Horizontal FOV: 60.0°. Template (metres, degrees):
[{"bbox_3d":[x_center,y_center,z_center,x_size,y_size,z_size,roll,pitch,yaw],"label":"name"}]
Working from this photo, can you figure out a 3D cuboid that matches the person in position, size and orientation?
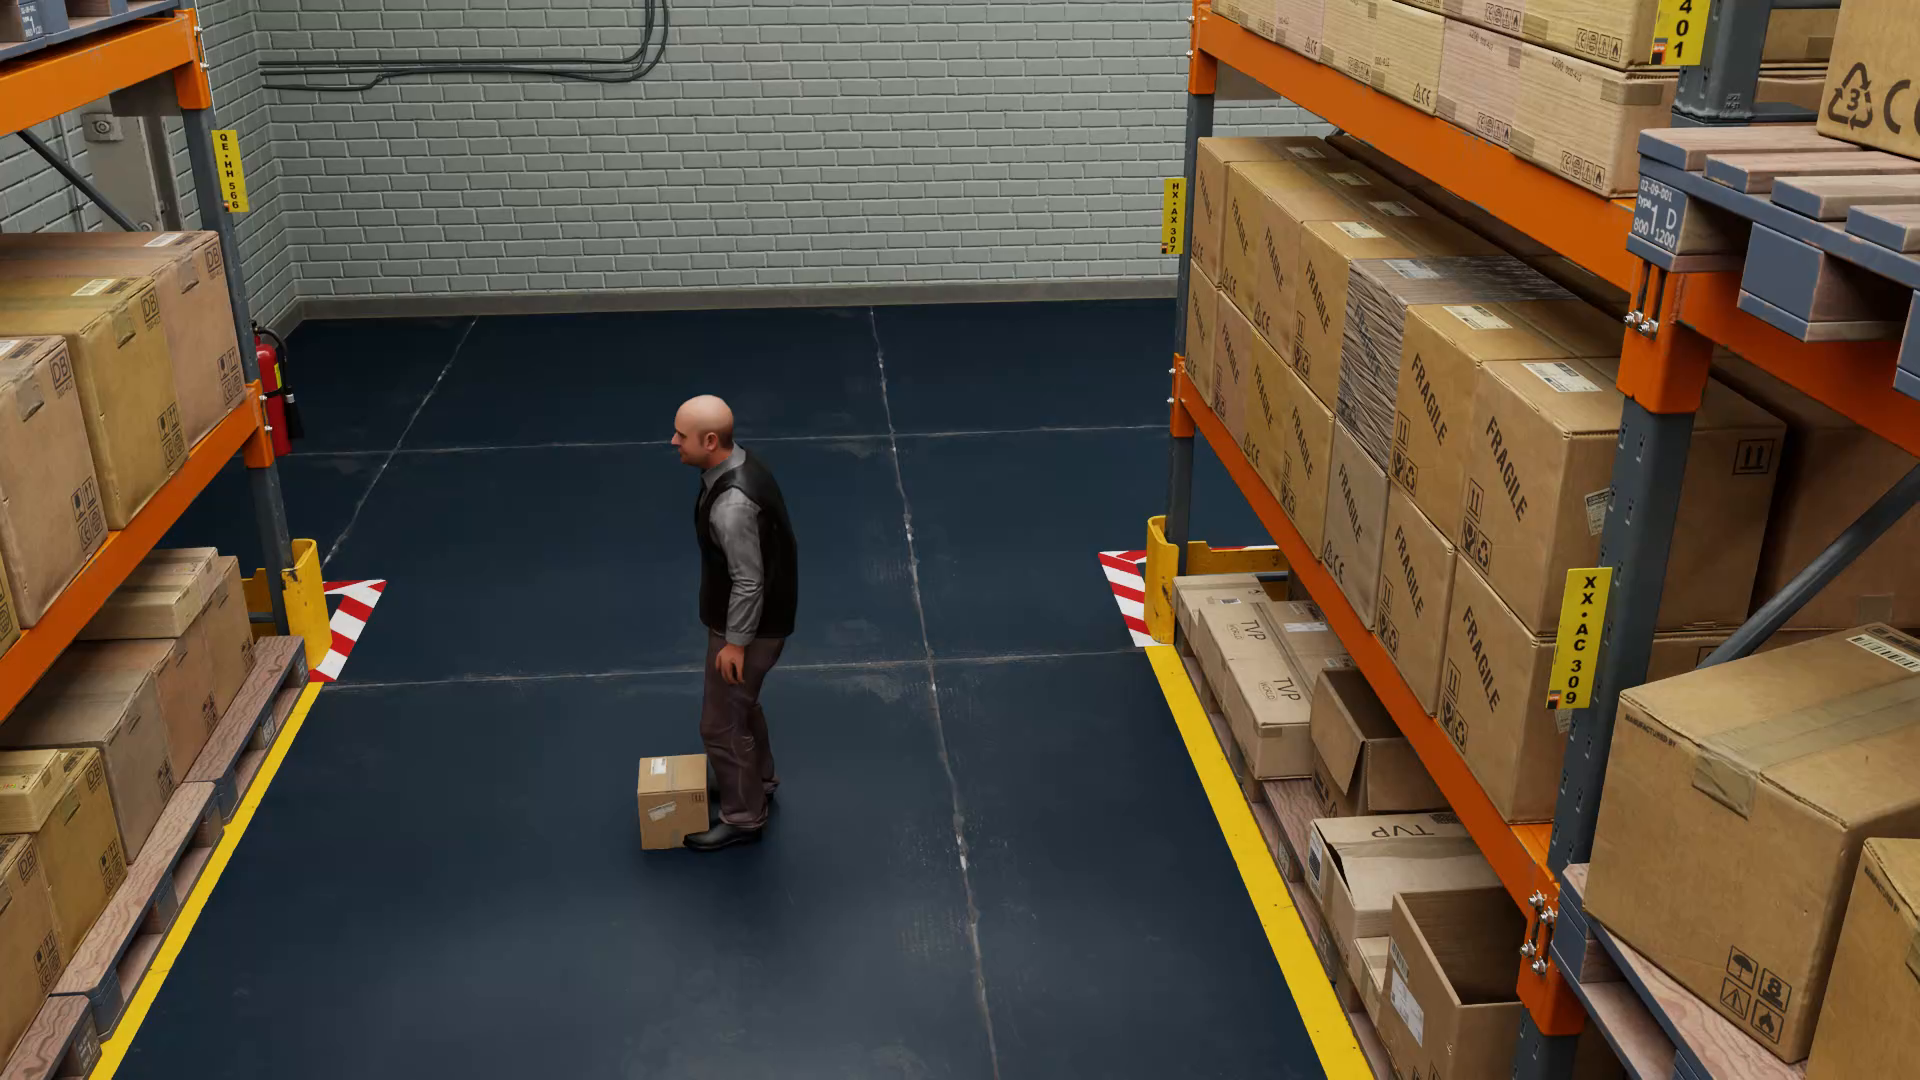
[{"bbox_3d":[-0.811,0.293,5.959,0.475,1.719,0.581,-3,24,-8],"label":"person"}]
